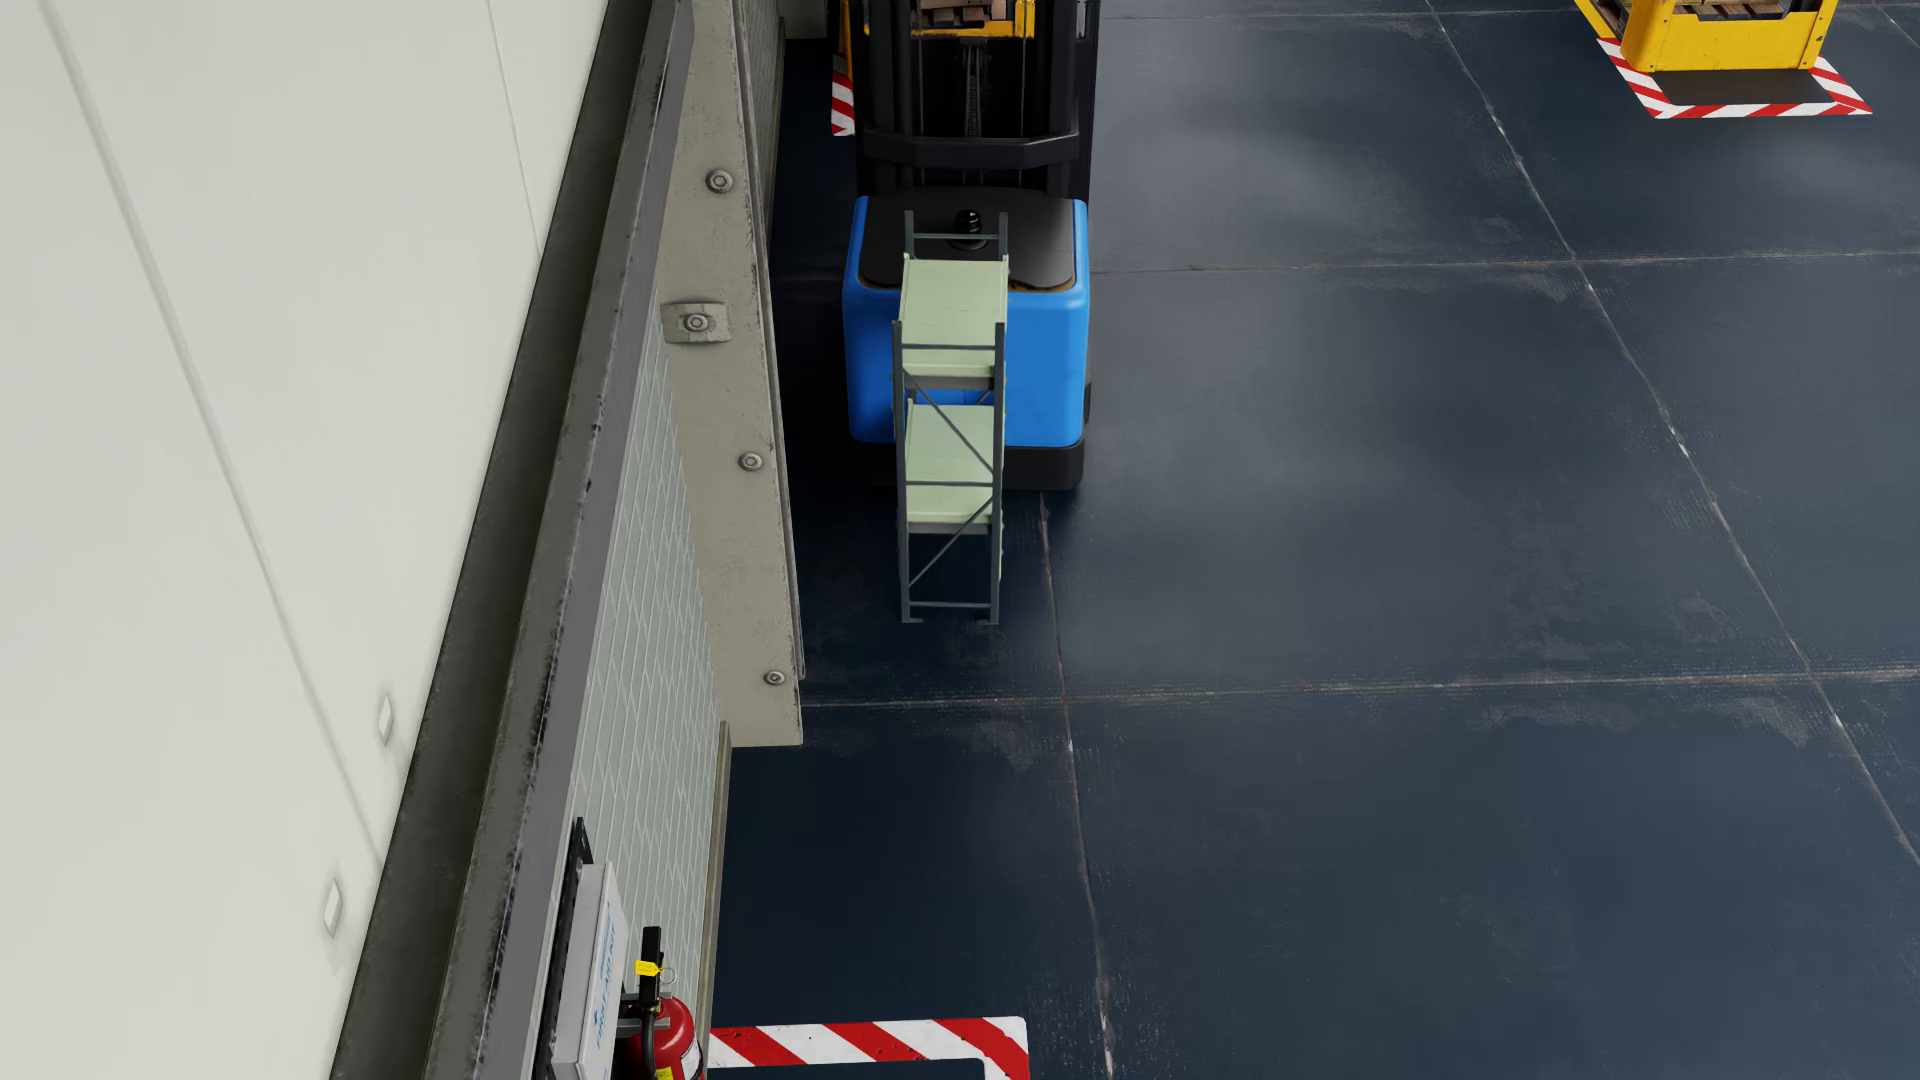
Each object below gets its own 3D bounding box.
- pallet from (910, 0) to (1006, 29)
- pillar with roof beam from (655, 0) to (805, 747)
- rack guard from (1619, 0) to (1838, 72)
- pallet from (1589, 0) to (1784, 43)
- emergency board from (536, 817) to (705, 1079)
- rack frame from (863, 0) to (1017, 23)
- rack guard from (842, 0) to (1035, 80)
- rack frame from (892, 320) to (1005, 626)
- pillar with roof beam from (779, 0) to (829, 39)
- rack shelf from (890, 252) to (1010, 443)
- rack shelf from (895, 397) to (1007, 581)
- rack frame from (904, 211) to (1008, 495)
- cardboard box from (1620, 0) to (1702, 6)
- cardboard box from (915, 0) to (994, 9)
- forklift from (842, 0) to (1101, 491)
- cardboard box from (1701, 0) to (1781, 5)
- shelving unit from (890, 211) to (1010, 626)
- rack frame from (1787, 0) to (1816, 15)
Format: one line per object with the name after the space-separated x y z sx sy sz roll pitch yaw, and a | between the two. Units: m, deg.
-0.132 -3.625 11.048 1.003 0.211 1.213 -2 43 -2 | pallet
3.533 -2.784 3.628 9.100 9.000 0.400 -2 43 -2 | pillar with roof beam
4.821 -3.259 10.435 1.175 0.500 0.348 -2 43 -2 | rack guard
4.746 -3.684 11.112 1.003 0.211 1.213 -2 43 -2 | pallet
-0.702 1.220 3.699 0.194 1.169 0.643 -2 43 -2 | emergency board
-0.129 -4.052 9.451 1.000 3.000 0.127 -2 43 -2 | rack frame
-0.132 -3.182 10.351 1.175 0.500 0.348 -2 43 -2 | rack guard
-0.041 -0.212 6.371 0.400 1.500 0.023 1 43 1 | rack frame
3.278 -6.835 8.047 9.100 9.000 0.400 -2 43 -2 | pillar with roof beam
-0.029 -0.747 6.377 0.431 0.370 0.720 1 43 1 | rack shelf
-0.029 -0.219 6.861 0.431 0.370 0.720 1 43 1 | rack shelf
-0.016 -0.706 6.911 0.400 1.500 0.023 1 43 1 | rack frame
4.502 -3.691 10.781 0.500 0.250 0.500 -2 43 -2 | cardboard box
-0.069 -3.693 10.723 0.500 0.311 0.500 -6 43 -7 | cardboard box
0.071 -2.277 7.565 1.130 2.935 3.031 1 43 1 | forklift
5.019 -3.706 10.797 0.500 0.250 0.500 -2 43 -2 | cardboard box
-0.029 -0.459 6.641 0.431 1.500 0.755 1 43 1 | shelving unit
4.820 -4.197 9.608 1.000 3.000 0.127 -2 43 -2 | rack frame
